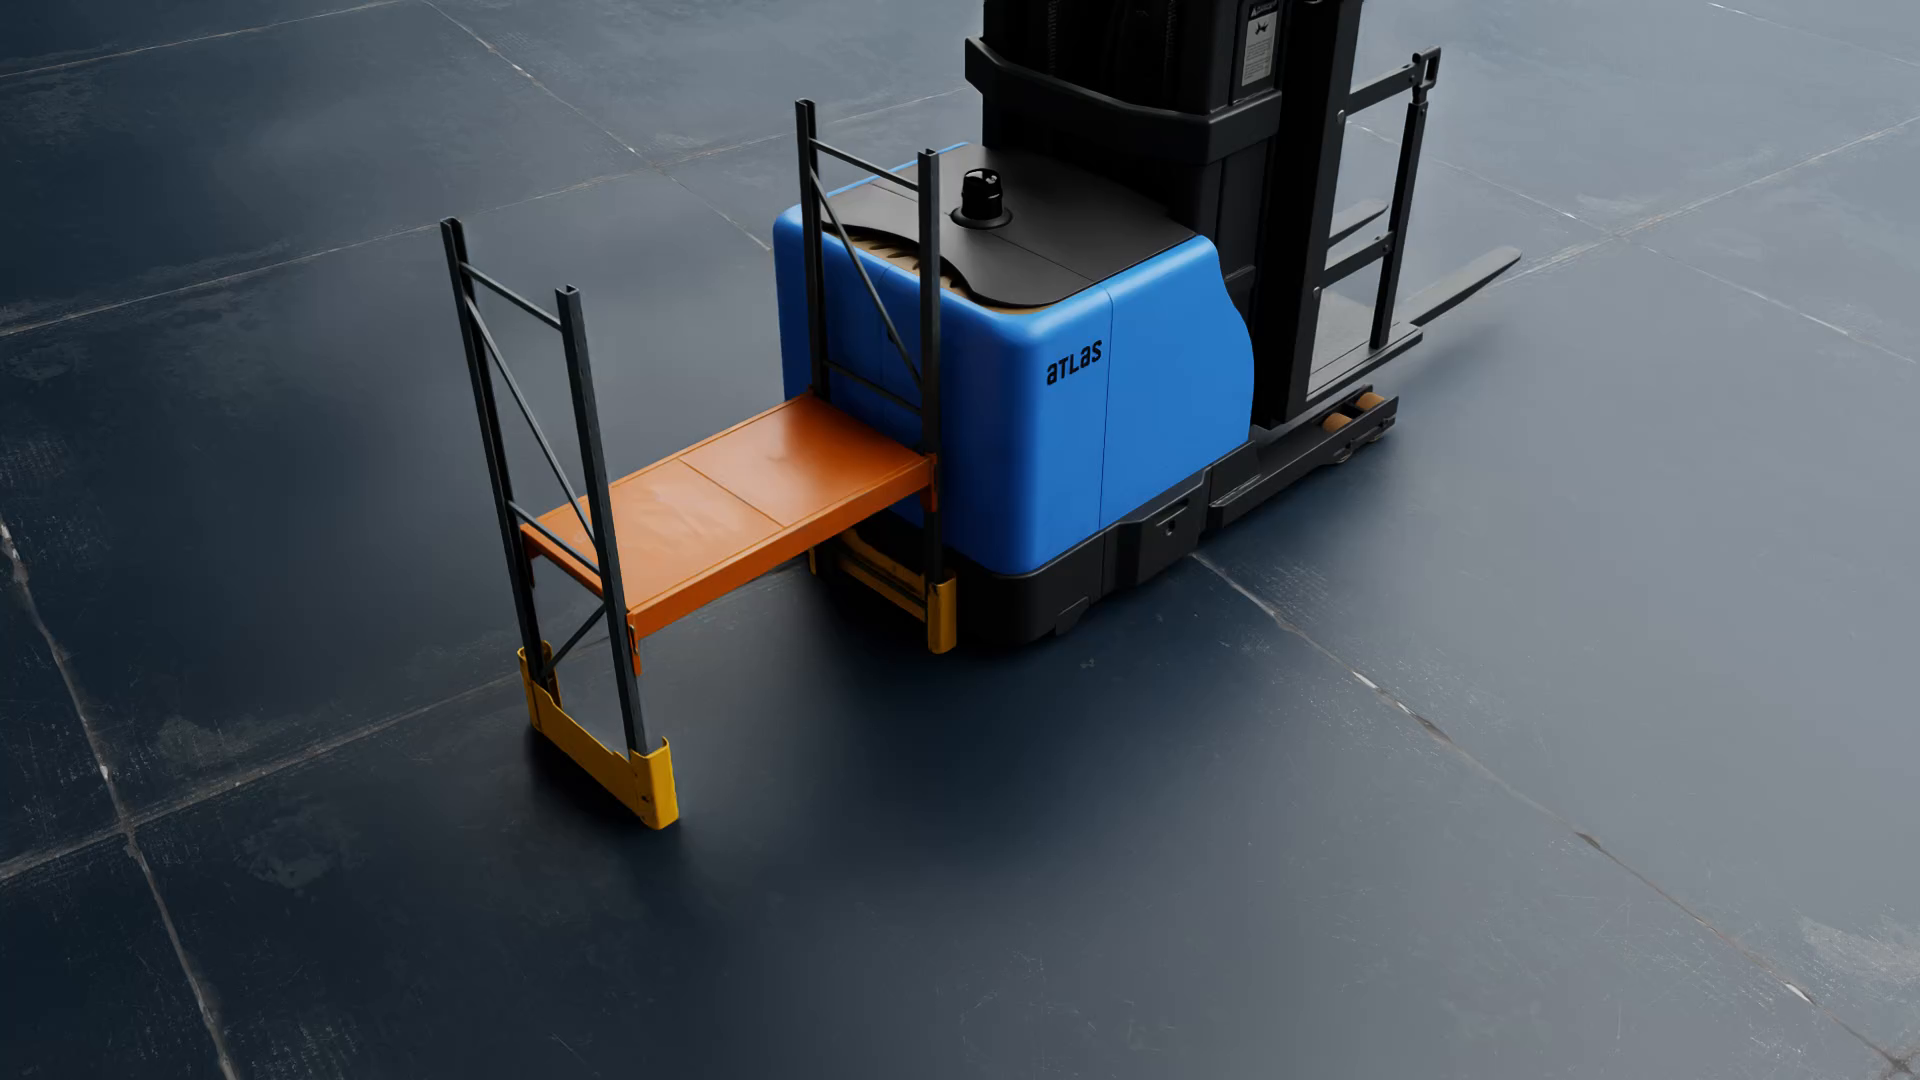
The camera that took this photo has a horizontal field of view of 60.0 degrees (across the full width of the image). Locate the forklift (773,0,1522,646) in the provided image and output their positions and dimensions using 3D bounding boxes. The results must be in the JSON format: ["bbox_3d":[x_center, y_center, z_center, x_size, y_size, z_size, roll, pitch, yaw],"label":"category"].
[{"bbox_3d":[0.857,-1.643,5.024,3.031,2.935,1.130,-30,45,-35],"label":"forklift"}]

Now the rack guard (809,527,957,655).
[{"bbox_3d":[-0.236,0.095,4.904,0.087,0.250,0.587,-30,45,-35],"label":"rack guard"}]

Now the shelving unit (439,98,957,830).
[{"bbox_3d":[-0.592,-0.209,4.256,1.083,1.500,0.587,-30,45,-35],"label":"shelving unit"}]

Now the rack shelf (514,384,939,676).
[{"bbox_3d":[-0.598,-0.059,4.356,1.000,0.185,0.538,-30,45,-35],"label":"rack shelf"}]

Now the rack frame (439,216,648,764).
[{"bbox_3d":[-0.961,0.003,3.962,0.032,1.500,0.500,-30,45,-35],"label":"rack frame"}]

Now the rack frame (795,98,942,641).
[{"bbox_3d":[-0.235,-0.413,4.540,0.032,1.500,0.500,-30,45,-35],"label":"rack frame"}]

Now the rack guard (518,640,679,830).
[{"bbox_3d":[-0.947,0.502,4.338,0.087,0.250,0.587,-30,45,-35],"label":"rack guard"}]
